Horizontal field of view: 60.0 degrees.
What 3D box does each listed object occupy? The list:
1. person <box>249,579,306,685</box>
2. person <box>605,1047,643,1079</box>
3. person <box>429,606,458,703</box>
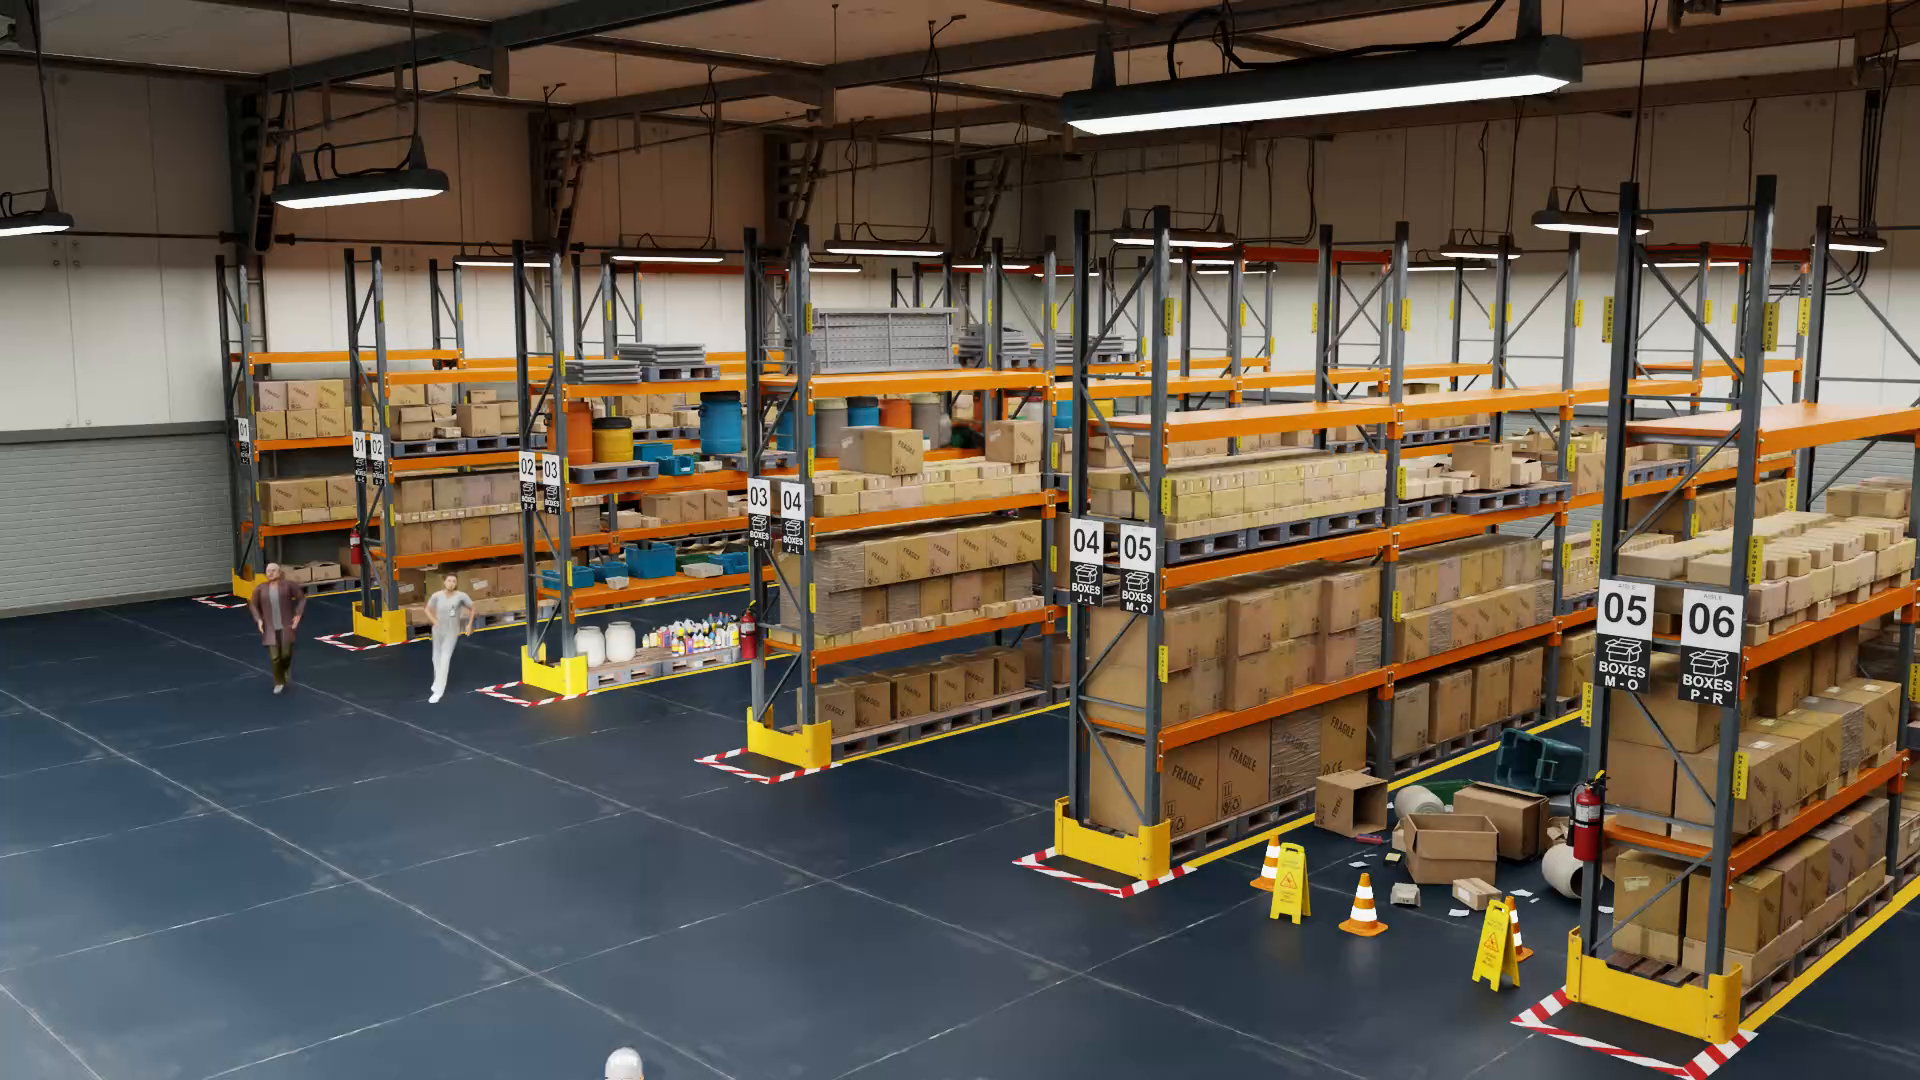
[{"bbox_3d":[-9.116,1.238,22.235,0.711,1.468,0.542,-2,8,-15],"label":"person"},{"bbox_3d":[-1.592,3.242,7.958,0.551,1.732,0.664,-2,8,-12],"label":"person"},{"bbox_3d":[-6.820,1.449,21.923,0.441,1.236,0.879,-1,8,-4],"label":"person"}]
